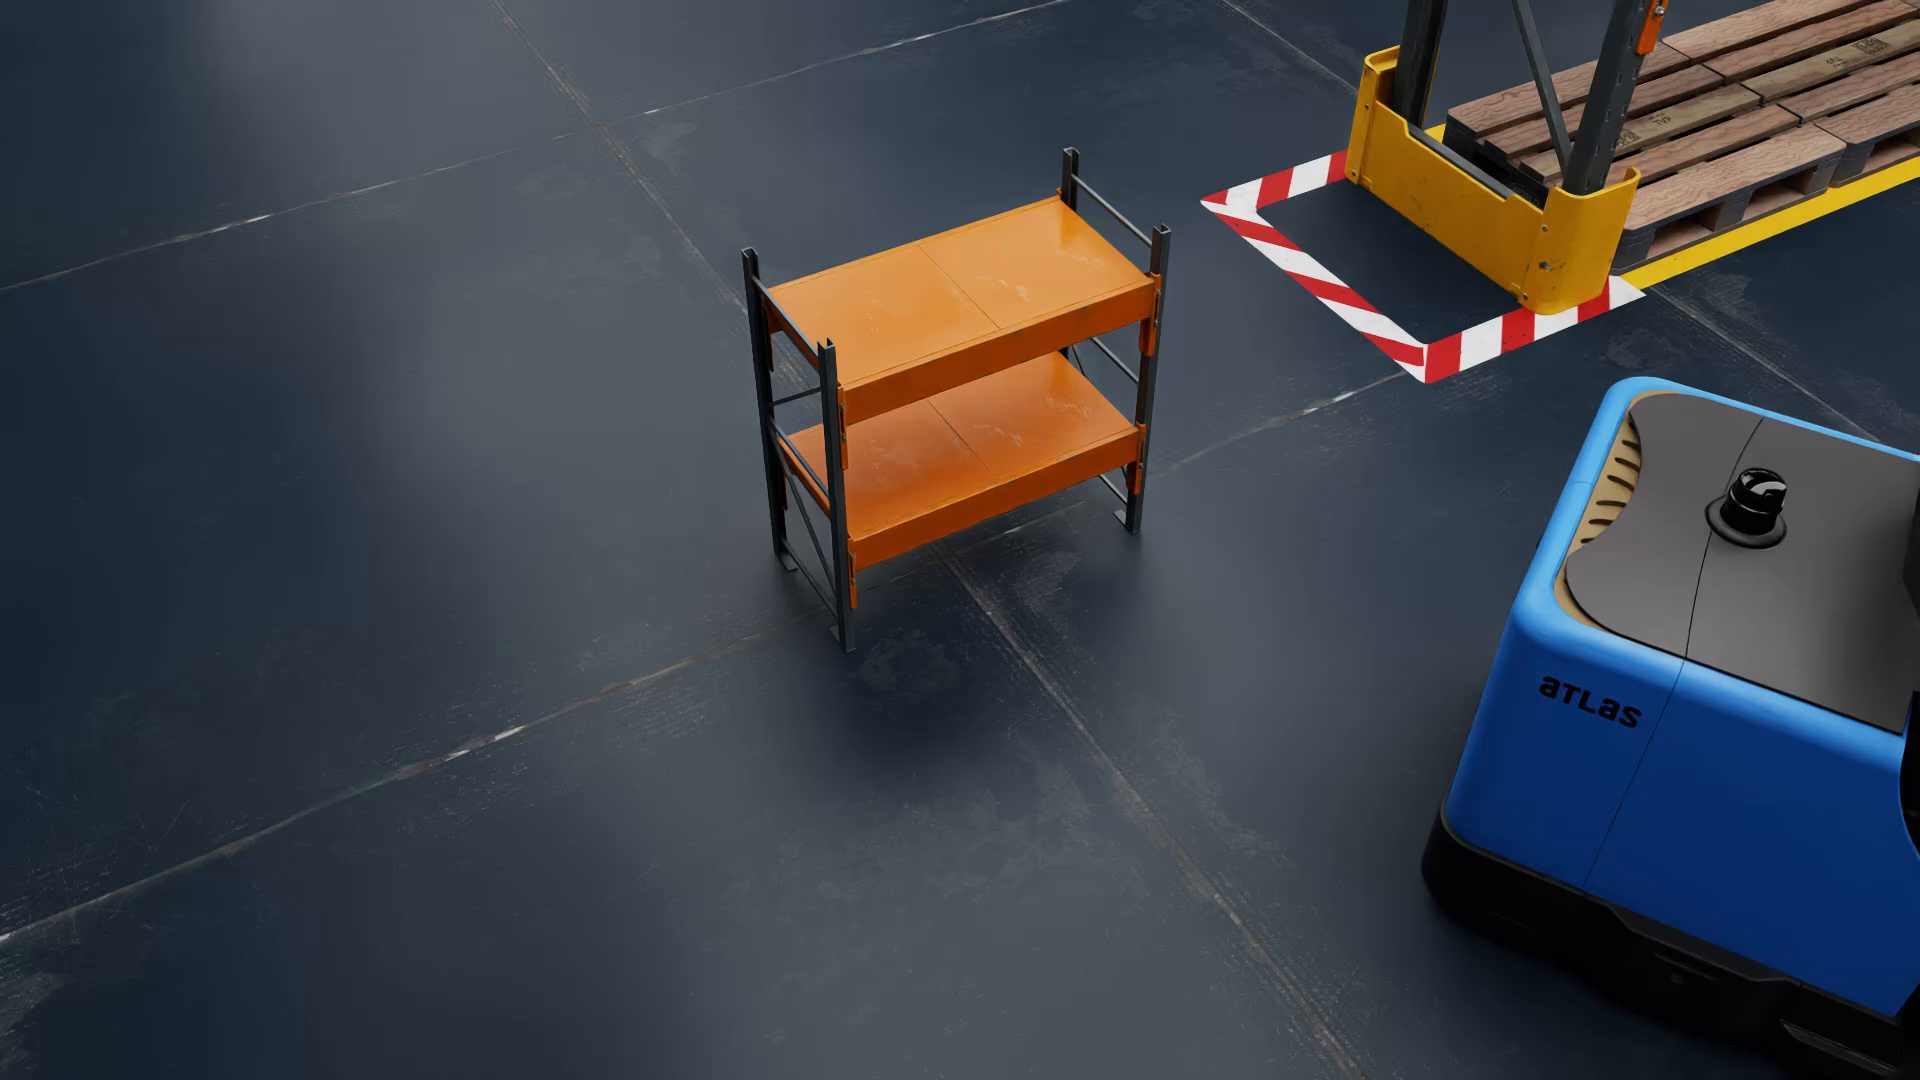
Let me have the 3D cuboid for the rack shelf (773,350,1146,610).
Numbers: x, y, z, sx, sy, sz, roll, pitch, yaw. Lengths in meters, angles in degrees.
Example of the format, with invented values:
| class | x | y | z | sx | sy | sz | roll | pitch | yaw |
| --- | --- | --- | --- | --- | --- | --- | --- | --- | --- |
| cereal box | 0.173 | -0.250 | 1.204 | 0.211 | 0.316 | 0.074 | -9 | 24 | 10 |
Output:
| class | x | y | z | sx | sy | sz | roll | pitch | yaw |
| --- | --- | --- | --- | --- | --- | --- | --- | --- | --- |
| rack shelf | -0.006 | -0.226 | 5.026 | 1.000 | 0.278 | 0.538 | -22 | 48 | -21 |

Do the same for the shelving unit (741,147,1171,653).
| class | x | y | z | sx | sy | sz | roll | pitch | yaw |
| --- | --- | --- | --- | --- | --- | --- | --- | --- | --- |
| shelving unit | -0.006 | -0.401 | 4.856 | 1.048 | 1.125 | 0.538 | -22 | 48 | -21 |

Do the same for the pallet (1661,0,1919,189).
| class | x | y | z | sx | sy | sz | roll | pitch | yaw |
| --- | --- | --- | --- | --- | --- | --- | --- | --- | --- |
| pallet | 3.791 | -1.994 | 7.153 | 1.213 | 0.211 | 1.003 | -22 | 48 | -21 |

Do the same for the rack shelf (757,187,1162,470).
| class | x | y | z | sx | sy | sz | roll | pitch | yaw |
| --- | --- | --- | --- | --- | --- | --- | --- | --- | --- |
| rack shelf | -0.006 | -0.611 | 4.652 | 1.000 | 0.278 | 0.538 | -22 | 48 | -21 |

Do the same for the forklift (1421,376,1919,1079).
| class | x | y | z | sx | sy | sz | roll | pitch | yaw |
| --- | --- | --- | --- | --- | --- | --- | --- | --- | --- |
| forklift | 2.724 | 0.080 | 3.063 | 3.031 | 2.935 | 1.130 | 21 | 48 | 20 |

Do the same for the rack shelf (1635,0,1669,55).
| class | x | y | z | sx | sy | sz | roll | pitch | yaw |
| --- | --- | --- | --- | --- | --- | --- | --- | --- | --- |
| rack shelf | 3.734 | -2.747 | 6.443 | 4.000 | 0.370 | 1.077 | -22 | 48 | -21 |

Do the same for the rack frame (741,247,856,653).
| class | x | y | z | sx | sy | sz | roll | pitch | yaw |
| --- | --- | --- | --- | --- | --- | --- | --- | --- | --- |
| rack frame | -0.447 | -0.225 | 4.674 | 0.032 | 1.125 | 0.500 | -22 | 48 | -21 |

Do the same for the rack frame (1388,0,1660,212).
| class | x | y | z | sx | sy | sz | roll | pitch | yaw |
| --- | --- | --- | --- | --- | --- | --- | --- | --- | --- |
| rack frame | 2.000 | -2.311 | 5.478 | 0.127 | 3.000 | 1.000 | -22 | 48 | -21 |

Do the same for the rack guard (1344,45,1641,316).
| class | x | y | z | sx | sy | sz | roll | pitch | yaw |
| --- | --- | --- | --- | --- | --- | --- | --- | --- | --- |
| rack guard | 1.985 | -1.398 | 6.332 | 0.348 | 0.500 | 1.175 | -22 | 48 | -21 |

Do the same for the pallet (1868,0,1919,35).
| class | x | y | z | sx | sy | sz | roll | pitch | yaw |
| --- | --- | --- | --- | --- | --- | --- | --- | --- | --- |
| pallet | 4.850 | -2.420 | 7.592 | 1.213 | 0.211 | 1.003 | -22 | 48 | -21 |

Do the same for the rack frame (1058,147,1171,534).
| class | x | y | z | sx | sy | sz | roll | pitch | yaw |
| --- | --- | --- | --- | --- | --- | --- | --- | --- | --- |
| rack frame | 0.435 | -0.578 | 5.038 | 0.032 | 1.125 | 0.500 | -22 | 48 | -21 |

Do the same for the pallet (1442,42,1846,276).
| class | x | y | z | sx | sy | sz | roll | pitch | yaw |
| --- | --- | --- | --- | --- | --- | --- | --- | --- | --- |
| pallet | 2.734 | -1.573 | 6.720 | 1.213 | 0.211 | 1.003 | -22 | 48 | -21 |
